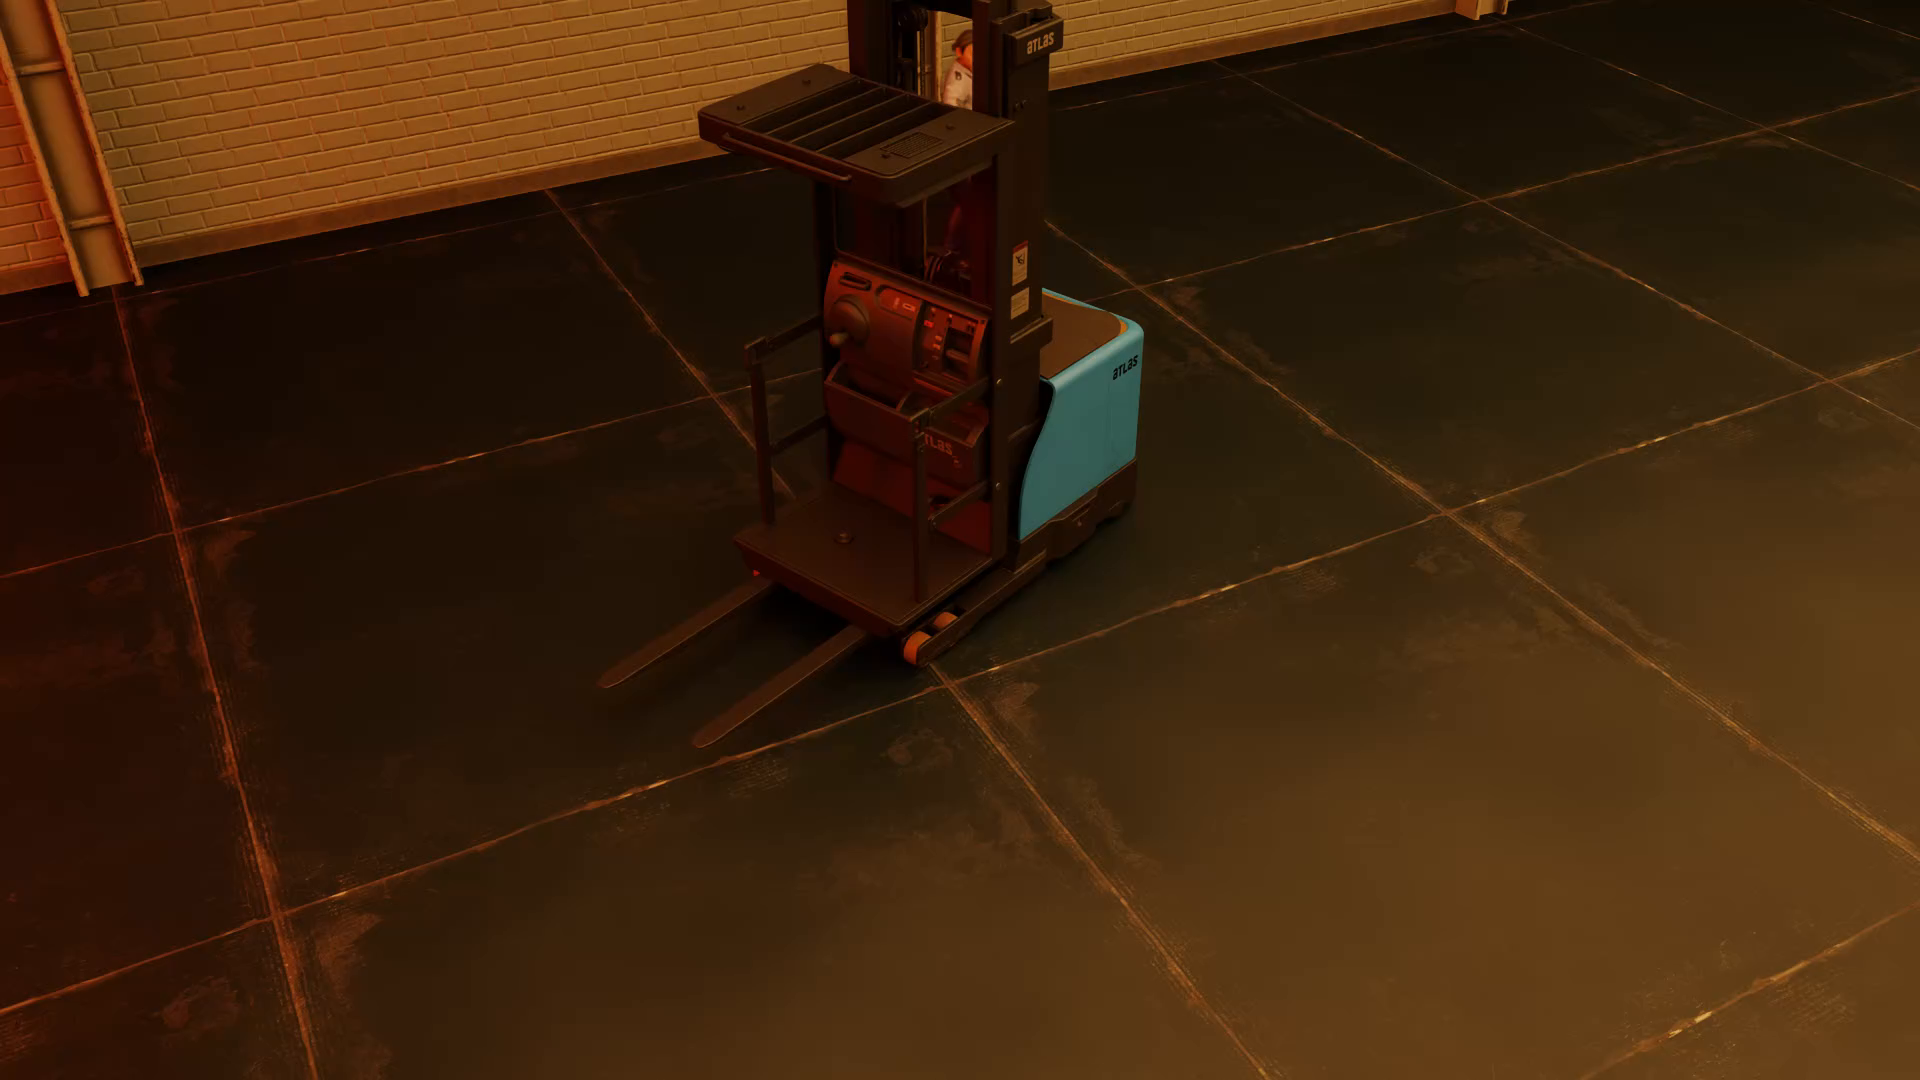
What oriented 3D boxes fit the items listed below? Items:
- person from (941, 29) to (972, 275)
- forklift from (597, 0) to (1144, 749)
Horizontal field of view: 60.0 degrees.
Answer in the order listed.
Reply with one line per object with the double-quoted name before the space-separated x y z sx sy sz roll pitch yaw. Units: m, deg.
"person" 0.085 -2.468 10.738 0.469 1.639 0.672 -5 36 -7
"forklift" -0.390 -0.927 7.434 1.130 2.935 3.031 26 43 31
